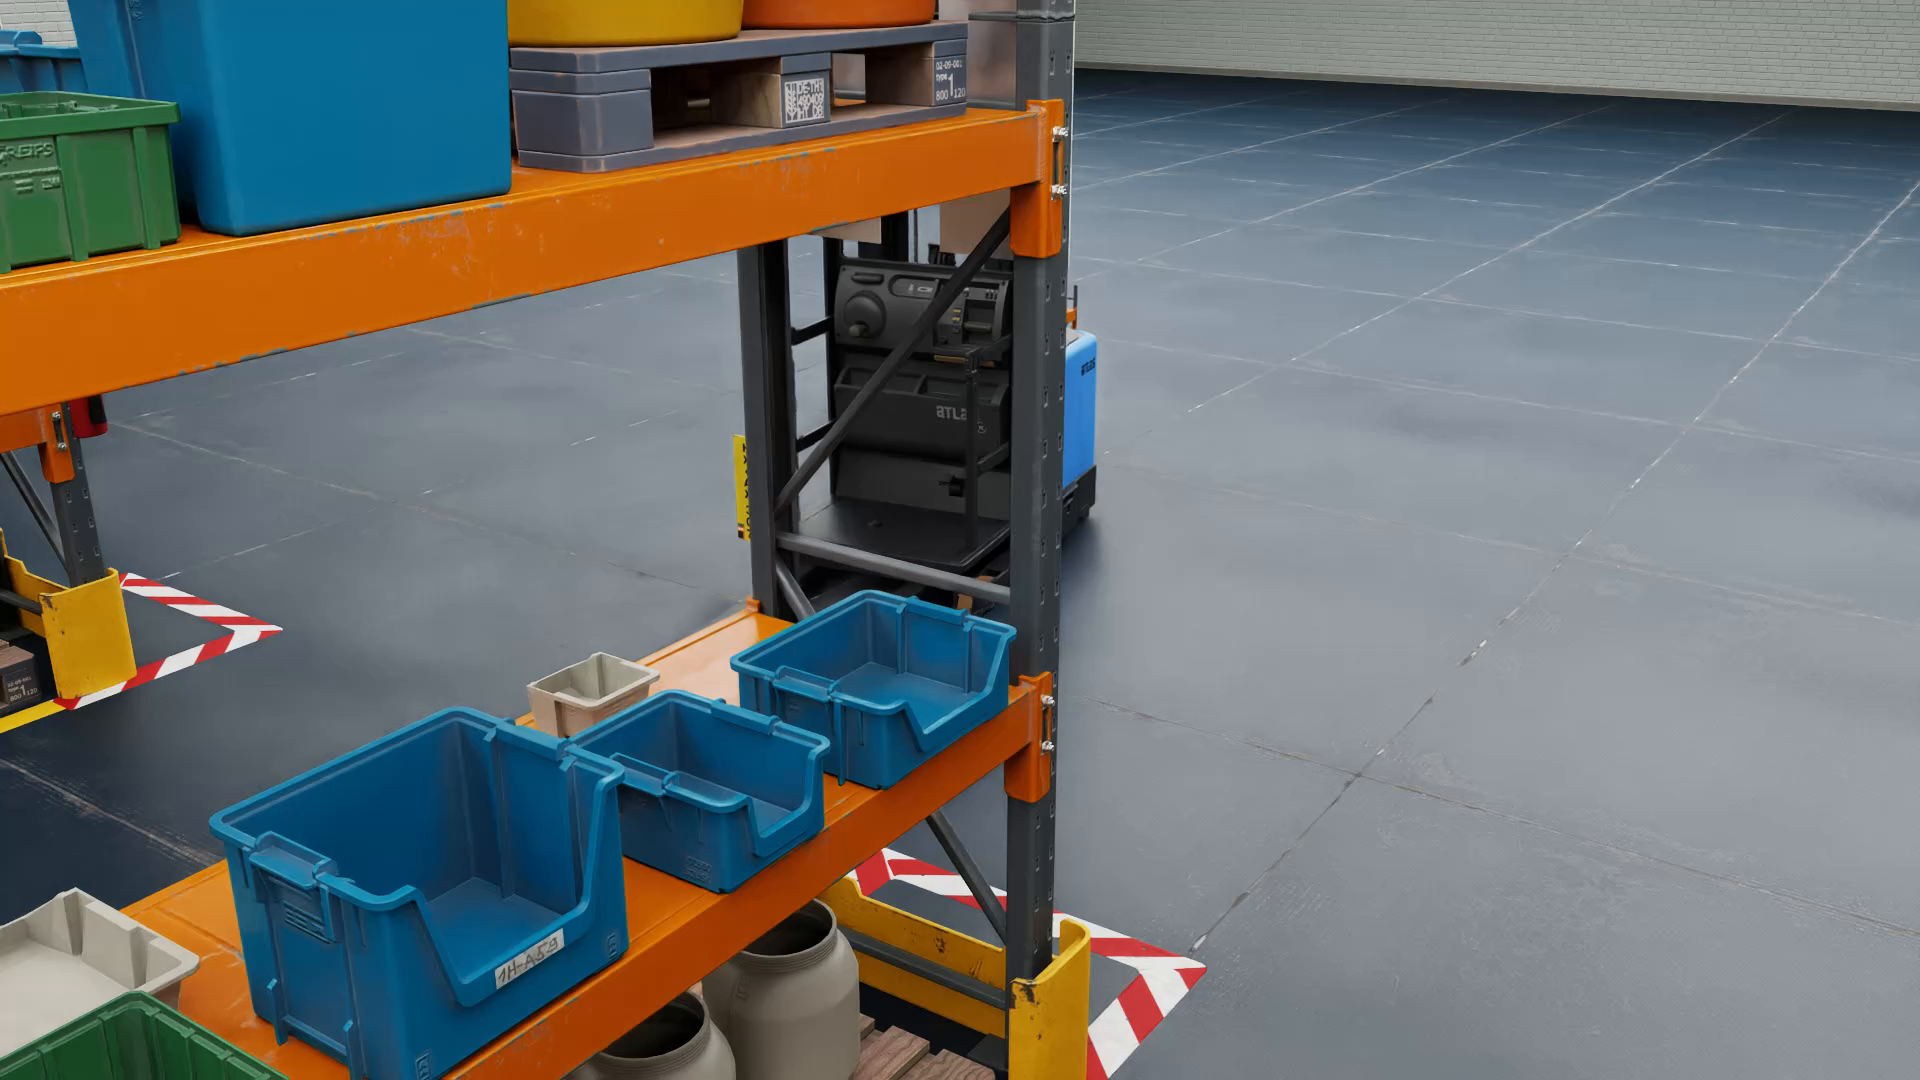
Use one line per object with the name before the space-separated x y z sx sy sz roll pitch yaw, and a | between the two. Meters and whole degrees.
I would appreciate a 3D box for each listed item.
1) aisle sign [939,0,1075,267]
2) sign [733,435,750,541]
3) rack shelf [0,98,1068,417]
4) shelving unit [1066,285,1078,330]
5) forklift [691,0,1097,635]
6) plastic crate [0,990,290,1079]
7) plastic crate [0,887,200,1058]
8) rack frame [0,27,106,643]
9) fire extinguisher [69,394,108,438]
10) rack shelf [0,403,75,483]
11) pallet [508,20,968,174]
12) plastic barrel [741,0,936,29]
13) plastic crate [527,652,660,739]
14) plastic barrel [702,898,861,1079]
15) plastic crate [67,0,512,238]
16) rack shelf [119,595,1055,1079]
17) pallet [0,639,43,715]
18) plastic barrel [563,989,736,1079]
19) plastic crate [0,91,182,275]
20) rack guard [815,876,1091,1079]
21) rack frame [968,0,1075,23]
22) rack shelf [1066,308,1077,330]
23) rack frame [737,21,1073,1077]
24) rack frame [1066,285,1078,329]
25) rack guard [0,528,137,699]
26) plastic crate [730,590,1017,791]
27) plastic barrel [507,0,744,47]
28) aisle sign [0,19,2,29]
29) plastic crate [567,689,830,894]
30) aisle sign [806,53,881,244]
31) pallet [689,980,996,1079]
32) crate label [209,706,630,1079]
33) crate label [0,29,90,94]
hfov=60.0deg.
aisle sign | 0.111 -1.093 4.150 0.394 0.787 0.004 13 24 32
sign | -0.628 -0.150 4.947 0.100 0.325 0.005 13 24 32
rack shelf | -1.300 -0.407 2.755 1.077 0.370 4.000 13 24 32
shelving unit | 0.472 -0.901 9.957 0.258 1.200 0.503 11 22 27
forklift | -0.285 -1.142 8.127 1.130 2.935 3.031 9 22 23
plastic crate | -1.427 1.001 2.540 0.450 0.188 0.662 13 24 32
plastic crate | -1.721 0.845 3.038 0.530 0.136 0.437 13 24 32
rack frame | -4.272 -0.877 7.313 1.000 3.000 0.127 13 24 32
fire extinguisher | -3.826 -0.784 7.172 0.296 0.674 0.183 13 24 32
rack shelf | -5.396 0.034 5.886 1.077 0.370 4.000 13 24 32
pallet | -0.721 -1.011 3.624 1.003 0.211 1.213 13 24 32
plastic barrel | -0.344 -1.552 3.590 0.600 0.830 0.708 13 24 32
plastic crate | -0.945 0.406 4.223 0.298 0.136 0.250 13 24 32
plastic barrel | -0.482 1.262 4.510 0.421 0.512 0.421 0 20 0
plastic crate | -0.998 -0.705 2.546 0.392 0.384 0.575 13 24 32
rack shelf | -1.300 1.000 3.275 1.077 0.370 4.000 13 24 32
pallet | -4.800 0.679 7.126 1.003 0.211 1.213 13 24 32
plastic barrel | -0.764 1.406 4.121 0.421 0.512 0.421 0 20 0
plastic crate | -1.312 -0.471 2.196 0.336 0.188 0.450 13 24 32
rack guard | -0.179 1.292 5.051 1.175 0.500 0.348 13 24 32
rack frame | -0.175 -2.725 3.661 1.000 3.000 0.127 13 24 32
rack shelf | 0.476 -1.272 9.827 0.258 0.148 0.480 11 22 27
rack frame | -0.175 0.089 4.702 1.000 3.000 0.127 13 24 32
rack frame | 0.589 -0.971 10.160 0.240 1.200 0.015 11 22 27
rack guard | -4.314 0.317 7.688 1.175 0.500 0.348 13 24 32
plastic crate | -0.209 0.360 4.181 0.499 0.251 0.616 13 24 32
plastic barrel | -0.711 -1.252 3.124 0.600 0.588 0.600 0 20 0
aisle sign | -3.989 -2.056 6.752 0.394 0.787 0.004 13 24 32
plastic crate | -0.579 0.546 3.681 0.499 0.251 0.408 13 24 32
aisle sign | -0.377 -1.208 4.461 0.394 0.787 0.004 13 24 32
pallet | -0.640 1.660 4.474 1.003 0.211 1.213 13 24 32
crate label | -0.986 0.653 3.125 0.502 0.435 0.616 13 24 32
crate label | -1.501 -0.776 2.929 0.502 0.251 0.408 13 24 32
